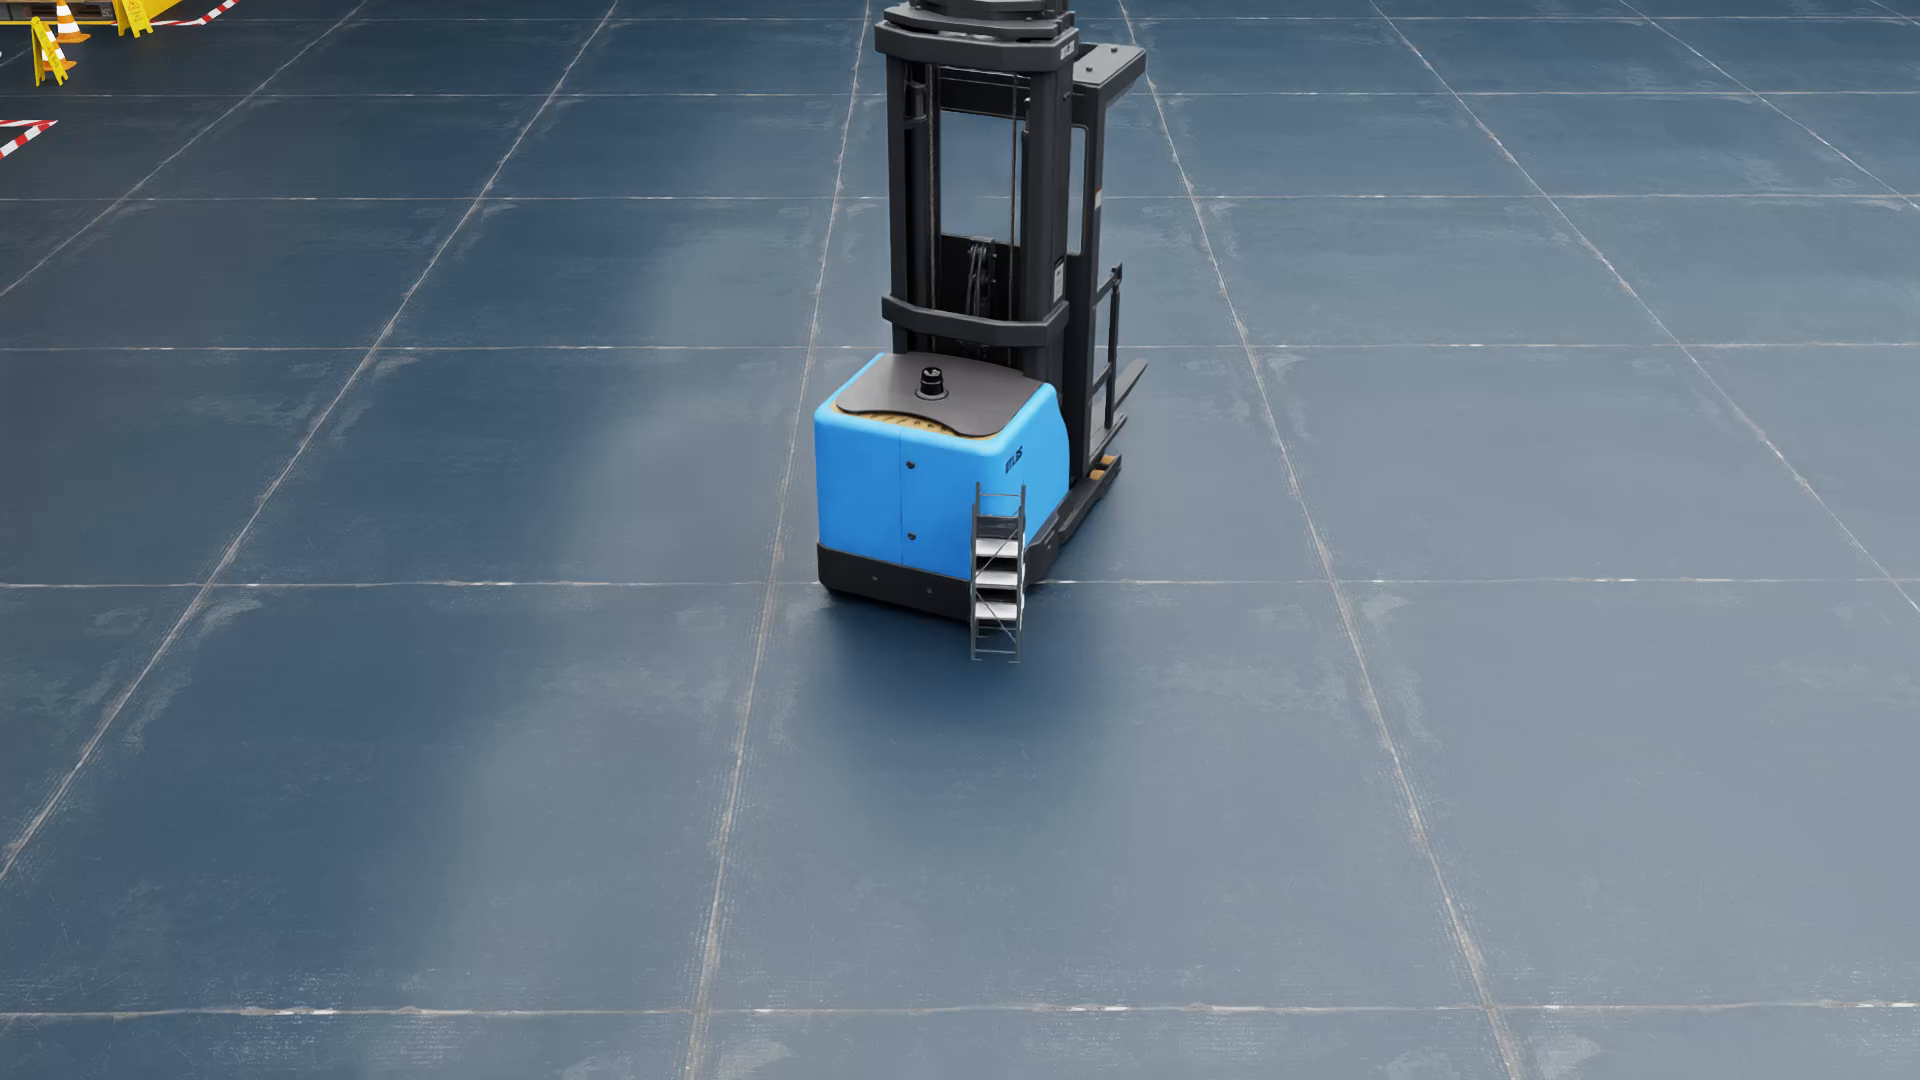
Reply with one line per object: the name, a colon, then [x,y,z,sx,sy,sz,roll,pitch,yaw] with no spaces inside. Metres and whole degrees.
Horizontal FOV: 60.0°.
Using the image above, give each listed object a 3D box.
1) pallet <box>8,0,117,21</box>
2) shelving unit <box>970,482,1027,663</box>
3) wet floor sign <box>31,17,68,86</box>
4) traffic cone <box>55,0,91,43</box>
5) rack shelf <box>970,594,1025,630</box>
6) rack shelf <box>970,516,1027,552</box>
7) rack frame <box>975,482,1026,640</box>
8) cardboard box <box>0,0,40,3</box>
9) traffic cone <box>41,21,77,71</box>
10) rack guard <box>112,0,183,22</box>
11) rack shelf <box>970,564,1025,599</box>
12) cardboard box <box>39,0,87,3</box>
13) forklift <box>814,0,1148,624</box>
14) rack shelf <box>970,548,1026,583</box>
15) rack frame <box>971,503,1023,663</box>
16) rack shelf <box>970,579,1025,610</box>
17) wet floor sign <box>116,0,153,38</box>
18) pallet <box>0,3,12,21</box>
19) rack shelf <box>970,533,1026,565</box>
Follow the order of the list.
pallet: [-10.279,-6.308,19.443,1.213,0.211,1.003,0,31,0]
shelving unit: [0.185,0.167,8.107,0.258,0.900,0.210,3,31,5]
wet floor sign: [-9.243,-4.938,16.766,0.232,0.644,0.267,-5,32,-9]
traffic cone: [-9.813,-5.729,18.247,0.334,0.463,0.336,0,31,0]
rack shelf: [0.185,0.349,8.218,0.258,0.077,0.200,3,31,5]
rack shelf: [0.185,-0.035,7.984,0.258,0.077,0.200,3,31,5]
rack frame: [0.195,0.114,8.194,0.240,0.900,0.006,3,31,5]
cardboard box: [-10.715,-6.349,19.068,0.500,0.250,0.500,0,31,0]
traffic cone: [-9.466,-5.155,17.300,0.334,0.463,0.336,0,31,0]
rack guard: [-9.467,-6.416,19.342,0.348,0.500,1.175,0,31,0]
rack shelf: [0.185,0.195,8.125,0.258,0.077,0.200,3,31,5]
cardboard box: [-10.221,-6.346,19.064,0.500,0.250,0.500,0,31,-1]
forklift: [0.304,-1.576,9.021,1.130,2.935,3.031,13,33,20]
rack shelf: [0.185,0.118,8.078,0.258,0.077,0.200,3,31,5]
rack frame: [0.175,0.219,8.021,0.240,0.900,0.006,3,31,5]
rack shelf: [0.185,0.272,8.171,0.258,0.077,0.200,3,31,5]
wet floor sign: [-9.194,-5.924,18.391,0.232,0.644,0.267,10,33,17]
pallet: [-11.496,-6.306,19.439,1.213,0.211,1.003,0,31,0]
rack shelf: [0.185,0.042,8.031,0.258,0.077,0.200,3,31,5]
